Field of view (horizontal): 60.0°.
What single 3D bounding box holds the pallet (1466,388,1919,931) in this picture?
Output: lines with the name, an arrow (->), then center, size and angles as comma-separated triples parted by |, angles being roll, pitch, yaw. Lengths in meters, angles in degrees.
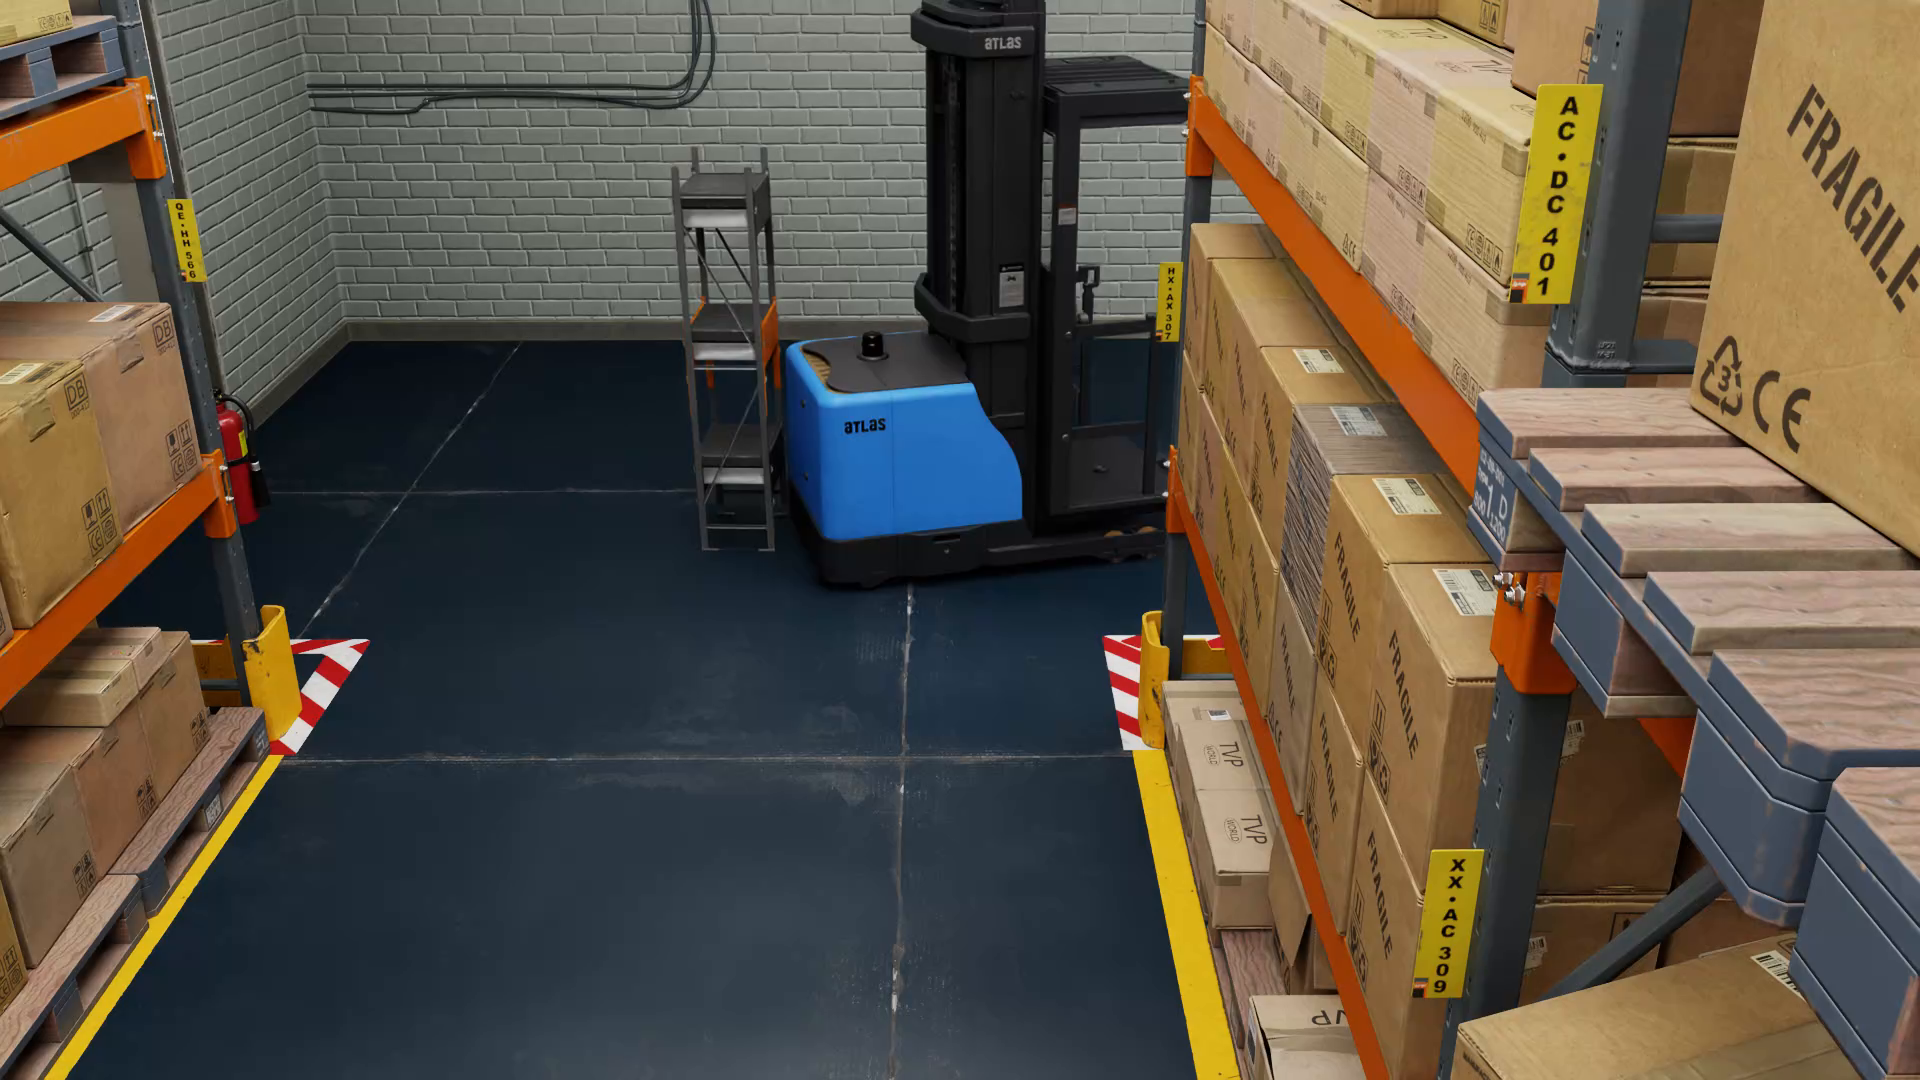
pallet -> 1.366, 0.075, 2.032 | 1.213, 0.211, 1.003 | 0, 24, -1

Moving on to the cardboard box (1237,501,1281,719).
cardboard box -> 1.144, 0.203, 5.040 | 0.500, 0.500, 0.500 | 0, 24, 0

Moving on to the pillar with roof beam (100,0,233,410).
pillar with roof beam -> -0.158, -4.399, 8.055 | 9.100, 9.000, 0.400 | 0, 24, -1

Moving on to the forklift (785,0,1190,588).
forklift -> 0.614, -1.418, 8.828 | 3.031, 2.935, 1.130 | -7, 25, -15

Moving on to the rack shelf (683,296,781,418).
rack shelf -> -1.210, -0.983, 8.901 | 0.431, 0.518, 0.480 | 1, 25, 3

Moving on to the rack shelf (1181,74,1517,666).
rack shelf -> 1.407, -0.776, 4.558 | 1.077, 0.370, 4.000 | 0, 24, -1

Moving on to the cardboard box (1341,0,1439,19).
cardboard box -> 1.352, -1.599, 4.170 | 0.700, 0.500, 0.500 | 0, 24, -1

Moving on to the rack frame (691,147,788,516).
rack frame -> -1.196, -1.098, 9.117 | 0.400, 2.100, 0.015 | 1, 25, 3

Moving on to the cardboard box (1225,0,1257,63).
cardboard box -> 1.129, -1.668, 5.234 | 0.500, 0.250, 0.500 | 0, 24, -1

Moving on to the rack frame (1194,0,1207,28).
rack frame -> 1.385, -3.294, 5.614 | 1.000, 3.000, 0.127 | 0, 24, -1

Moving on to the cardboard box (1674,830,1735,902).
cardboard box -> 1.705, 0.391, 3.411 | 0.500, 0.500, 0.500 | 0, 24, 1

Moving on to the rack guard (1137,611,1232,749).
rack guard -> 1.386, 0.609, 7.296 | 1.175, 0.500, 0.348 | 0, 24, -1

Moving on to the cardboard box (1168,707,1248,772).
cardboard box -> 1.049, 0.807, 6.731 | 0.380, 0.166, 0.250 | 0, 24, -1

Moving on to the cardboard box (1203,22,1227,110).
cardboard box -> 1.136, -1.646, 5.792 | 0.500, 0.250, 0.500 | 0, 24, -1

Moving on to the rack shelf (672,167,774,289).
rack shelf -> -1.217, -1.620, 8.609 | 0.431, 0.518, 0.480 | 1, 25, 3

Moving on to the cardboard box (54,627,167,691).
cardboard box -> -3.277, 0.455, 6.341 | 0.380, 0.149, 0.250 | -1, 24, -1

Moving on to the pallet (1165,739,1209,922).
pallet -> 1.396, 1.070, 6.629 | 1.003, 0.211, 1.213 | 0, 24, -1

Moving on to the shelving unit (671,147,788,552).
shelving unit -> -1.210, -0.996, 8.895 | 0.431, 2.100, 0.503 | 1, 25, 3

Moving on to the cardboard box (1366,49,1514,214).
cardboard box -> 1.150, -0.844, 3.412 | 0.500, 0.250, 0.500 | 0, 24, -1

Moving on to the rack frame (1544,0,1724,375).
rack frame -> 1.429, -1.646, 1.970 | 1.000, 3.000, 0.127 | 0, 24, -1

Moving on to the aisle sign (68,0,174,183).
aisle sign -> -3.269, -1.753, 6.330 | 0.394, 0.787, 0.004 | 0, 24, -1

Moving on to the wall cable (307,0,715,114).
wall cable -> -3.273, -4.188, 11.358 | 3.097, 2.526, 0.112 | 0, 24, -1

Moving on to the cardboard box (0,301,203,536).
cardboard box -> -3.553, -0.464, 6.271 | 0.980, 0.700, 0.700 | 1, 24, 2

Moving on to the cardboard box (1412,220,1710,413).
cardboard box -> 1.157, -0.410, 3.059 | 0.500, 0.250, 0.500 | 0, 24, -1

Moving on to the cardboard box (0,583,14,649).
cardboard box -> -3.534, 0.150, 4.914 | 0.980, 0.700, 0.700 | -1, 24, -3

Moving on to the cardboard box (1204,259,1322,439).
cardboard box -> 1.140, -0.663, 5.740 | 0.500, 0.500, 0.500 | 0, 24, 0

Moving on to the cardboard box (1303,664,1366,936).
cardboard box -> 1.160, 0.625, 4.108 | 0.500, 0.500, 0.500 | 0, 24, 1

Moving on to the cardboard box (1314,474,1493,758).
cardboard box -> 1.156, 0.168, 3.904 | 0.500, 0.500, 0.500 | -1, 24, -2

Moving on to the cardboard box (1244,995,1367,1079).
cardboard box -> 1.131, 1.569, 4.869 | 0.500, 0.311, 0.500 | 0, 24, -1

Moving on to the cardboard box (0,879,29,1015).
cardboard box -> -3.436, 1.332, 5.190 | 0.700, 0.500, 0.500 | 0, 24, 1

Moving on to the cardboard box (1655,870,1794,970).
cardboard box -> 1.696, 0.831, 3.652 | 0.500, 0.500, 0.500 | 0, 24, 1

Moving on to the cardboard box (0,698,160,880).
cardboard box -> -3.455, 0.905, 6.134 | 0.700, 0.500, 0.500 | 0, 24, -1

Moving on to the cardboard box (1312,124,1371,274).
cardboard box -> 1.149, -0.822, 3.970 | 0.500, 0.250, 0.500 | 0, 24, -1

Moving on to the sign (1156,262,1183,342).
sign -> 0.843, -0.953, 6.666 | 0.100, 0.325, 0.005 | 0, 24, -1

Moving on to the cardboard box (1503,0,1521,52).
cardboard box -> 1.522, -1.187, 3.261 | 0.700, 0.500, 0.500 | 0, 24, -1

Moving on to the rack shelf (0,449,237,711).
rack shelf -> -3.546, 0.615, 5.124 | 1.077, 0.370, 4.000 | 0, 24, -1

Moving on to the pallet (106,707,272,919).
pallet -> -3.481, 1.063, 6.645 | 1.003, 0.211, 1.213 | 0, 24, -1

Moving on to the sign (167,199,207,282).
sign -> -3.025, -1.169, 6.503 | 0.100, 0.325, 0.005 | 0, 24, -1

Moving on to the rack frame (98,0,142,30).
rack frame -> -3.568, -3.271, 5.561 | 1.000, 3.000, 0.127 | 0, 24, -1

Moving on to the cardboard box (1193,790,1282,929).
cardboard box -> 1.118, 1.129, 5.917 | 0.500, 0.250, 0.500 | 0, 24, -1

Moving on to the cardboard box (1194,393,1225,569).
cardboard box -> 1.137, -0.210, 5.953 | 0.500, 0.500, 0.500 | 0, 24, -1

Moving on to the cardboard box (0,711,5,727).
cardboard box -> -3.656, 0.561, 6.106 | 0.380, 0.149, 0.250 | 0, 24, 0

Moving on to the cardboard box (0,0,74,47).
cardboard box -> -3.295, -1.772, 5.439 | 0.500, 0.250, 0.500 | 0, 24, 1

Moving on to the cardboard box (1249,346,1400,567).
cardboard box -> 1.147, -0.247, 4.822 | 0.500, 0.500, 0.500 | 0, 24, -1

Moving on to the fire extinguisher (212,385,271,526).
fire extinguisher -> -3.108, -0.396, 7.032 | 0.296, 0.674, 0.183 | 0, 24, -1

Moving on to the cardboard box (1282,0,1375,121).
cardboard box -> 1.142, -1.256, 4.323 | 0.500, 0.250, 0.500 | 0, 24, -1

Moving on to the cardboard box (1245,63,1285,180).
cardboard box -> 1.136, -1.234, 4.881 | 0.500, 0.250, 0.500 | 0, 24, -1
